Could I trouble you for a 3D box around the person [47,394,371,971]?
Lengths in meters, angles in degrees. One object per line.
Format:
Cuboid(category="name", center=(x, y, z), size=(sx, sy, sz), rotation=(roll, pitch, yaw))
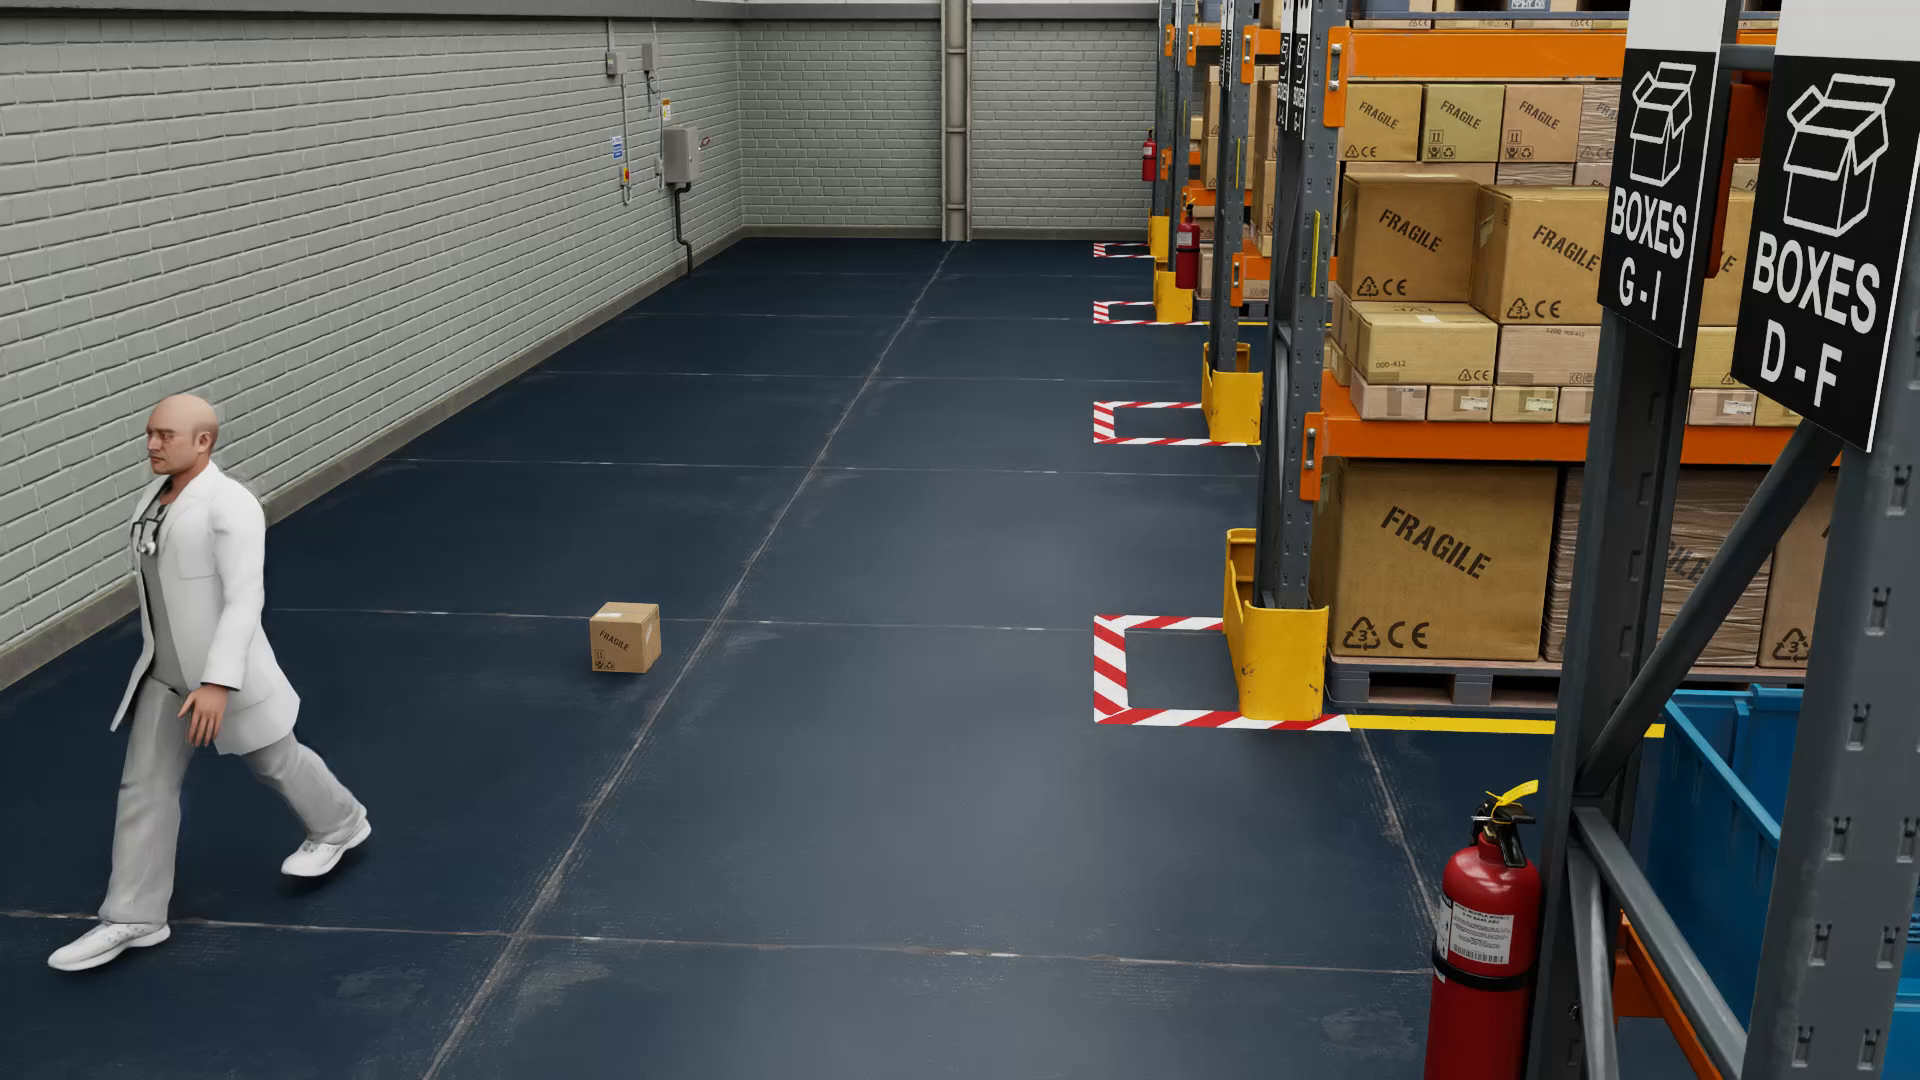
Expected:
Cuboid(category="person", center=(-2.400, 0.406, 5.246), size=(0.616, 1.719, 1.111), rotation=(9, 19, 26))
